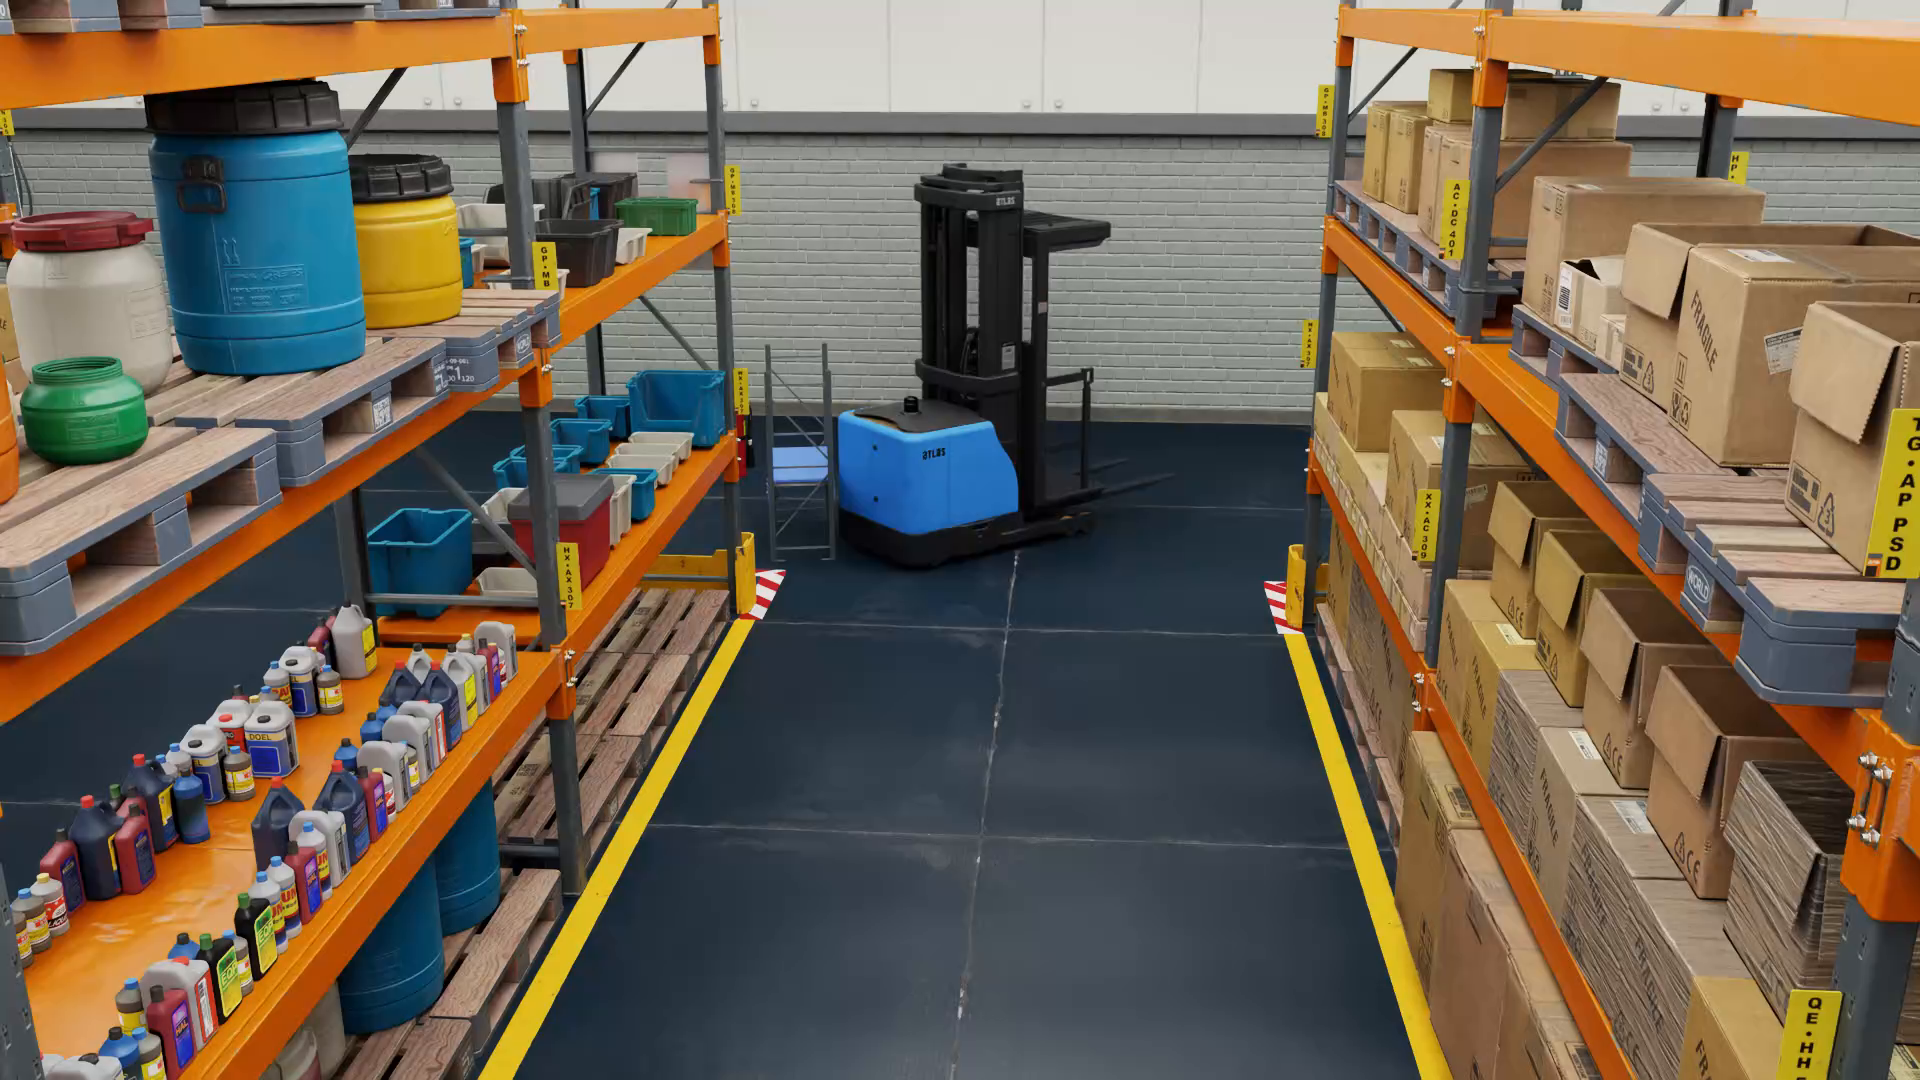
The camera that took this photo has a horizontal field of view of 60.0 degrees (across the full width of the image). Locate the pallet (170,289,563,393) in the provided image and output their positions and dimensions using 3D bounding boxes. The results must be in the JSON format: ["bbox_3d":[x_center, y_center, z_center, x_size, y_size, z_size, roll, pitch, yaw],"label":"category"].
[{"bbox_3d":[-2.304,-0.803,6.542,1.213,0.211,1.003,1,18,4],"label":"pallet"}]

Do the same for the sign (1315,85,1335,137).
[{"bbox_3d":[2.329,-2.737,10.611,0.100,0.325,0.005,1,18,4],"label":"sign"}]

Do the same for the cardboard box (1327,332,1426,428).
[{"bbox_3d":[2.542,-0.973,10.133,0.500,0.500,0.500,1,18,3],"label":"cardboard box"}]

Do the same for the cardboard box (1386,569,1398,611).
[{"bbox_3d":[2.327,0.255,8.230,0.380,0.149,0.250,1,18,3],"label":"cardboard box"}]

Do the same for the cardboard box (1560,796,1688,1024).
[{"bbox_3d":[2.172,1.118,5.034,0.500,0.500,0.500,1,18,2],"label":"cardboard box"}]

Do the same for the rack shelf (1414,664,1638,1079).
[{"bbox_3d":[2.452,1.361,5.608,1.077,0.370,4.000,1,18,4],"label":"rack shelf"}]

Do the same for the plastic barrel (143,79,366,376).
[{"bbox_3d":[-2.315,-1.043,5.491,0.600,0.901,0.708,1,18,4],"label":"plastic barrel"}]

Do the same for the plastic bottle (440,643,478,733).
[{"bbox_3d":[-2.085,0.603,6.844,0.144,0.351,0.185,1,18,4],"label":"plastic bottle"}]

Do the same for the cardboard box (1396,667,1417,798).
[{"bbox_3d":[2.722,1.005,8.278,0.875,0.875,0.875,1,18,4],"label":"cardboard box"}]

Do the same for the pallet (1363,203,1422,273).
[{"bbox_3d":[2.754,-1.617,8.867,1.003,0.211,1.213,1,18,4],"label":"pallet"}]

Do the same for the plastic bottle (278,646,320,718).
[{"bbox_3d":[-2.785,0.595,6.989,0.152,0.276,0.135,1,18,4],"label":"plastic bottle"}]

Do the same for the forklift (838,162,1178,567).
[{"bbox_3d":[0.499,-1.539,13.414,3.031,2.935,1.130,-14,23,-36],"label":"forklift"}]

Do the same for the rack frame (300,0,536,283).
[{"bbox_3d":[-2.345,-2.564,6.795,1.000,3.000,0.127,1,18,4],"label":"rack frame"}]

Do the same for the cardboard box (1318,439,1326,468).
[{"bbox_3d":[2.510,-0.543,10.665,0.380,0.149,0.250,1,18,3],"label":"cardboard box"}]

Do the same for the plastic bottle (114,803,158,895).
[{"bbox_3d":[-2.789,1.041,5.618,0.061,0.283,0.133,1,18,4],"label":"plastic bottle"}]

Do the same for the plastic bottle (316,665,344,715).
[{"bbox_3d":[-2.659,0.627,7.010,0.097,0.201,0.097,0,18,0],"label":"plastic bottle"}]

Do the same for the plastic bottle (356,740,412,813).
[{"bbox_3d":[-2.140,0.860,6.182,0.152,0.276,0.135,1,18,4],"label":"plastic bottle"}]

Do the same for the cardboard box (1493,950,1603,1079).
[{"bbox_3d":[2.450,1.960,5.363,1.225,0.875,0.875,1,18,4],"label":"cardboard box"}]

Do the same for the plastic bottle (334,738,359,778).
[{"bbox_3d":[-2.265,0.865,6.173,0.097,0.271,0.097,0,18,0],"label":"plastic bottle"}]

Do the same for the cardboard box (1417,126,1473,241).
[{"bbox_3d":[2.634,-1.734,8.084,0.700,0.500,0.500,2,18,7],"label":"cardboard box"}]

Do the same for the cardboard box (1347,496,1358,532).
[{"bbox_3d":[2.418,-0.145,9.451,0.380,0.149,0.250,1,18,3],"label":"cardboard box"}]

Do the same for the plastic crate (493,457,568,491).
[{"bbox_3d":[-2.520,-0.333,9.794,0.416,0.233,0.300,1,18,4],"label":"plastic crate"}]

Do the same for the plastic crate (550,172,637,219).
[{"bbox_3d":[-2.364,-2.205,10.728,0.497,0.269,0.590,1,18,4],"label":"plastic crate"}]

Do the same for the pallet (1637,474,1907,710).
[{"bbox_3d":[2.302,0.103,3.777,1.213,0.211,1.003,2,18,6],"label":"pallet"}]

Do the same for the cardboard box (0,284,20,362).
[{"bbox_3d":[-6.756,-1.445,11.250,0.500,0.500,0.500,1,18,3],"label":"cardboard box"}]

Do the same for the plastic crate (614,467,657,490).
[{"bbox_3d":[-1.970,-0.332,9.946,0.298,0.136,0.250,1,18,4],"label":"plastic crate"}]

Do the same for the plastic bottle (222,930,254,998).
[{"bbox_3d":[-2.200,1.276,5.030,0.097,0.201,0.097,0,18,0],"label":"plastic bottle"}]

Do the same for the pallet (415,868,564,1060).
[{"bbox_3d":[-2.442,1.851,7.435,1.003,0.211,1.213,1,18,4],"label":"pallet"}]

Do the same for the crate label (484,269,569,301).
[{"bbox_3d":[-2.022,-1.159,7.748,0.293,0.136,0.466,1,18,4],"label":"crate label"}]

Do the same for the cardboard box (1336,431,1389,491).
[{"bbox_3d":[2.508,-0.454,9.755,0.500,0.250,0.500,1,18,2],"label":"cardboard box"}]

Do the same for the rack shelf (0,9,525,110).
[{"bbox_3d":[-2.488,-1.411,5.074,1.077,0.370,4.000,1,18,4],"label":"rack shelf"}]

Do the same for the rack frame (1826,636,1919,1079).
[{"bbox_3d":[2.308,1.640,3.601,1.000,3.000,0.127,1,18,4],"label":"rack frame"}]

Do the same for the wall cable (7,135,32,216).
[{"bbox_3d":[-11.178,-4.300,17.082,3.097,2.526,0.112,1,18,4],"label":"wall cable"}]

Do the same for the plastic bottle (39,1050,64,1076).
[{"bbox_3d":[-2.430,1.458,4.356,0.152,0.276,0.135,1,18,4],"label":"plastic bottle"}]

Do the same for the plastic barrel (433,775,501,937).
[{"bbox_3d":[-2.401,1.253,7.476,0.600,0.901,0.708,1,18,4],"label":"plastic barrel"}]

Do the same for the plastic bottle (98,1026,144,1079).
[{"bbox_3d":[-2.243,1.428,4.454,0.097,0.271,0.097,0,18,0],"label":"plastic bottle"}]

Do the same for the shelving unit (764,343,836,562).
[{"bbox_3d":[-1.271,-0.711,13.185,0.538,1.500,1.048,-2,18,-6],"label":"shelving unit"}]

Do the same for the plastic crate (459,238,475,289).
[{"bbox_3d":[-2.598,-1.349,8.173,0.416,0.233,0.300,1,18,4],"label":"plastic crate"}]

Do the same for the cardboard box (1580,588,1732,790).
[{"bbox_3d":[2.468,0.478,5.374,0.797,0.503,0.637,2,18,6],"label":"cardboard box"}]

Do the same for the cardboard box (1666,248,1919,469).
[{"bbox_3d":[2.254,-0.494,4.460,0.500,0.500,0.500,2,18,7],"label":"cardboard box"}]

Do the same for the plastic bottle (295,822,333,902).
[{"bbox_3d":[-2.160,1.069,5.549,0.097,0.271,0.097,0,18,0],"label":"plastic bottle"}]

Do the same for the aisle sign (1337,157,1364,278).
[{"bbox_3d":[2.588,-2.109,10.867,0.394,0.787,0.004,1,18,4],"label":"aisle sign"}]

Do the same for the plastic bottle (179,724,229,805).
[{"bbox_3d":[-2.841,0.841,6.239,0.152,0.276,0.135,1,18,4],"label":"plastic bottle"}]

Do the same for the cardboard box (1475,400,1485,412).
[{"bbox_3d":[2.960,-0.486,8.649,0.500,0.500,0.500,1,18,2],"label":"cardboard box"}]

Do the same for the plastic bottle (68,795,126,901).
[{"bbox_3d":[-2.893,1.014,5.590,0.144,0.351,0.185,1,18,4],"label":"plastic bottle"}]

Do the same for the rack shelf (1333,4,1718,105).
[{"bbox_3d":[2.739,-2.542,8.528,1.077,0.370,4.000,1,18,4],"label":"rack shelf"}]

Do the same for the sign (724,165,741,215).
[{"bbox_3d":[-1.508,-2.324,11.048,0.100,0.325,0.005,1,18,4],"label":"sign"}]

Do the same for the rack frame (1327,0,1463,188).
[{"bbox_3d":[2.882,-3.695,10.249,1.000,3.000,0.127,1,18,4],"label":"rack frame"}]

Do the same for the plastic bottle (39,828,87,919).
[{"bbox_3d":[-2.946,1.095,5.452,0.061,0.283,0.133,1,18,4],"label":"plastic bottle"}]
